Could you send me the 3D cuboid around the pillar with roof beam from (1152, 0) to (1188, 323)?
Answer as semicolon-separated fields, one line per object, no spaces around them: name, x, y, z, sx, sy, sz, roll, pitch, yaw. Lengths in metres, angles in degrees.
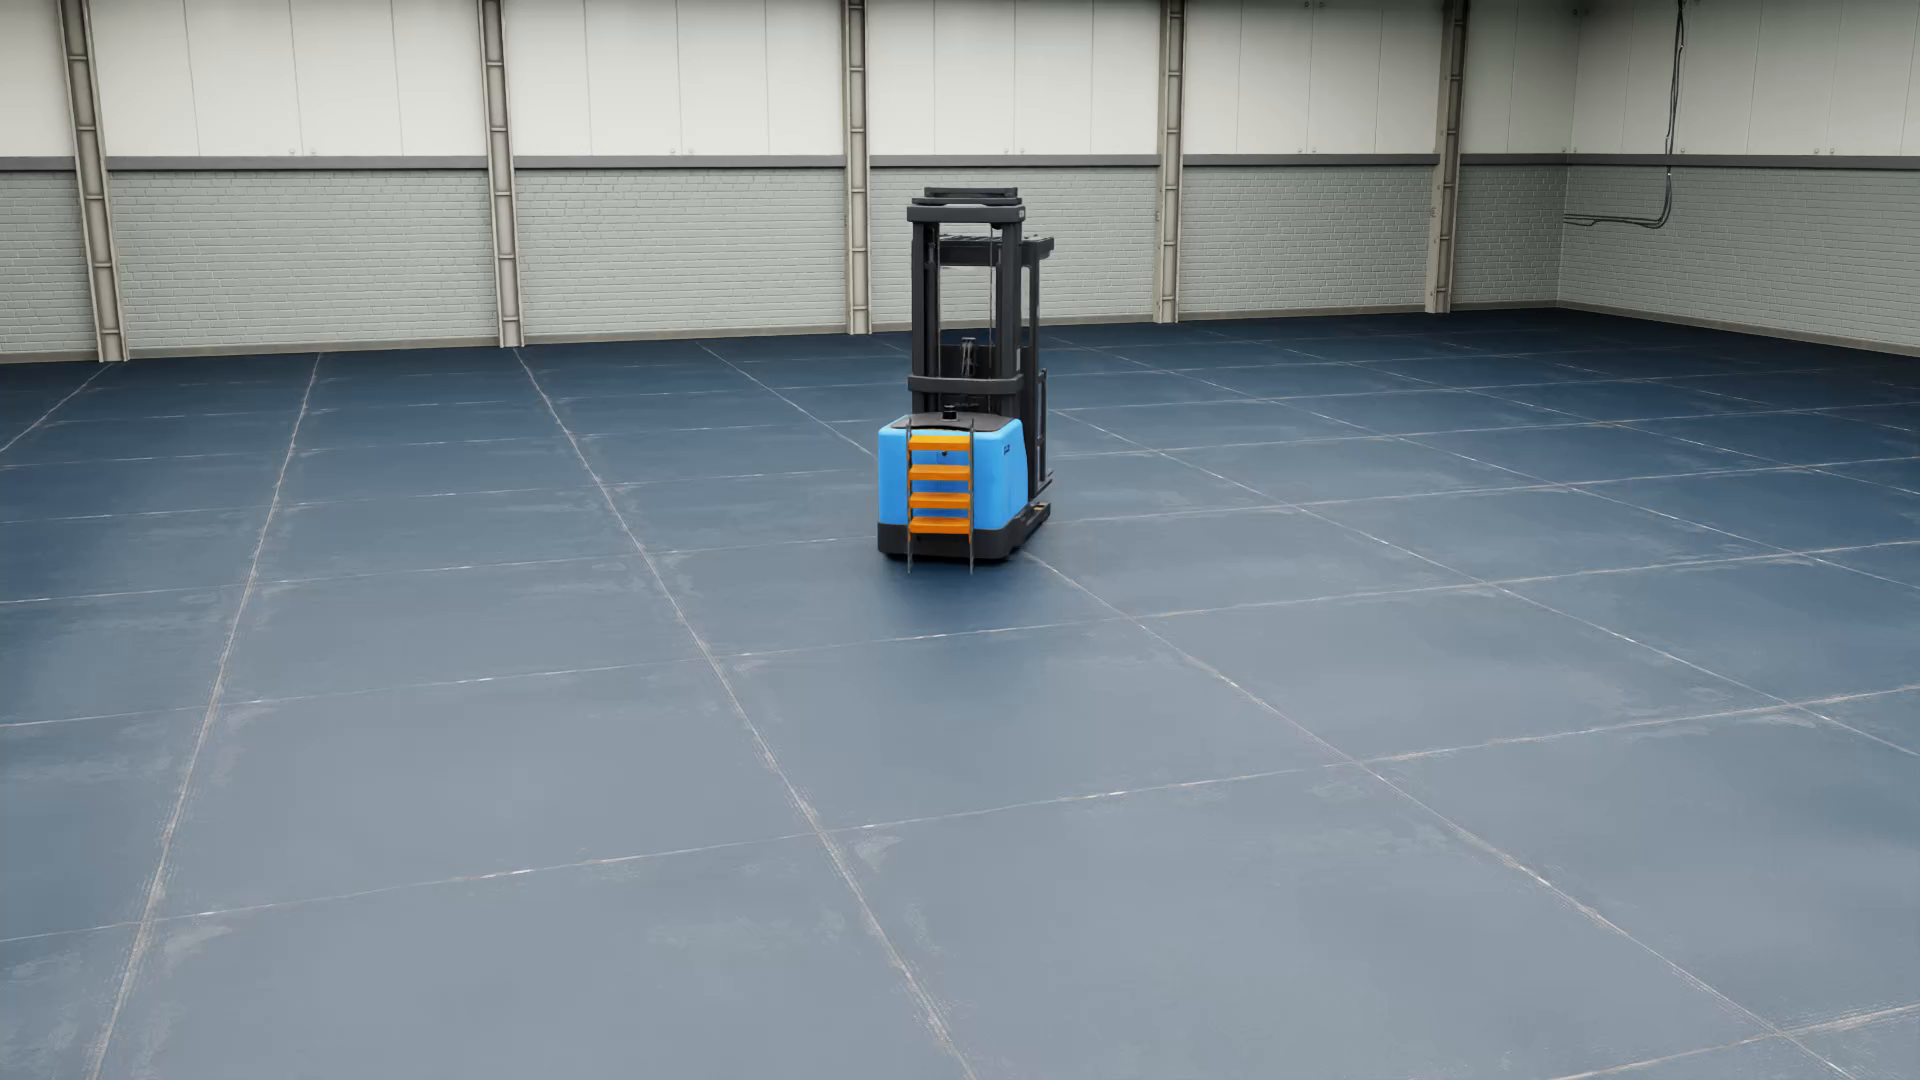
pillar with roof beam;5.258;-7.564;26.494;0.400;9.000;9.100;-4;14;-18

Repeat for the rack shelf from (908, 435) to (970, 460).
rack shelf;-0.151;-0.719;12.848;0.480;0.148;0.258;1;16;5

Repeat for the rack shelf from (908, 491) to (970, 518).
rack shelf;-0.149;-0.276;12.975;0.480;0.148;0.258;1;16;5

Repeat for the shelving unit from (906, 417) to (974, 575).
shelving unit;-0.150;-0.341;12.957;0.503;1.200;0.258;1;16;5

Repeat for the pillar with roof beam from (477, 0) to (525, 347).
pillar with roof beam;-6.116;-6.678;22.771;0.400;9.000;9.100;-4;14;-18

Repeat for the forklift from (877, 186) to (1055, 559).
forklift;0.192;-1.568;14.401;1.130;2.935;3.031;3;14;14

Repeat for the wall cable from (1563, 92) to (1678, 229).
wall cable;12.785;-7.367;32.380;0.112;2.526;3.097;-4;14;-18

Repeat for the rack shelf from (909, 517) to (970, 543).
rack shelf;-0.149;-0.085;13.030;0.480;0.148;0.258;1;16;5

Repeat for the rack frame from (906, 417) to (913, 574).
rack frame;-0.393;-0.345;12.976;0.015;1.200;0.240;1;16;5

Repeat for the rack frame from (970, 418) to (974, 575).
rack frame;0.093;-0.336;12.937;0.015;1.200;0.240;1;16;5

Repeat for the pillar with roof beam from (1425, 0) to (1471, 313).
pillar with roof beam;10.944;-8.006;28.356;0.400;9.000;9.100;-4;14;-18

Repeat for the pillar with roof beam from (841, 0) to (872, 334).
pillar with roof beam;-0.429;-7.121;24.633;0.400;9.000;9.100;-4;14;-18

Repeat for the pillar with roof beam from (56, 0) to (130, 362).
pillar with roof beam;-11.802;-6.235;20.909;0.400;9.000;9.100;-4;14;-18

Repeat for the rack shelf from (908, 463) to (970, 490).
rack shelf;-0.150;-0.491;12.914;0.480;0.148;0.258;1;16;5

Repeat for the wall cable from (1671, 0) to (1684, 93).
wall cable;13.648;-9.231;29.301;0.112;2.526;3.097;-4;14;-18
